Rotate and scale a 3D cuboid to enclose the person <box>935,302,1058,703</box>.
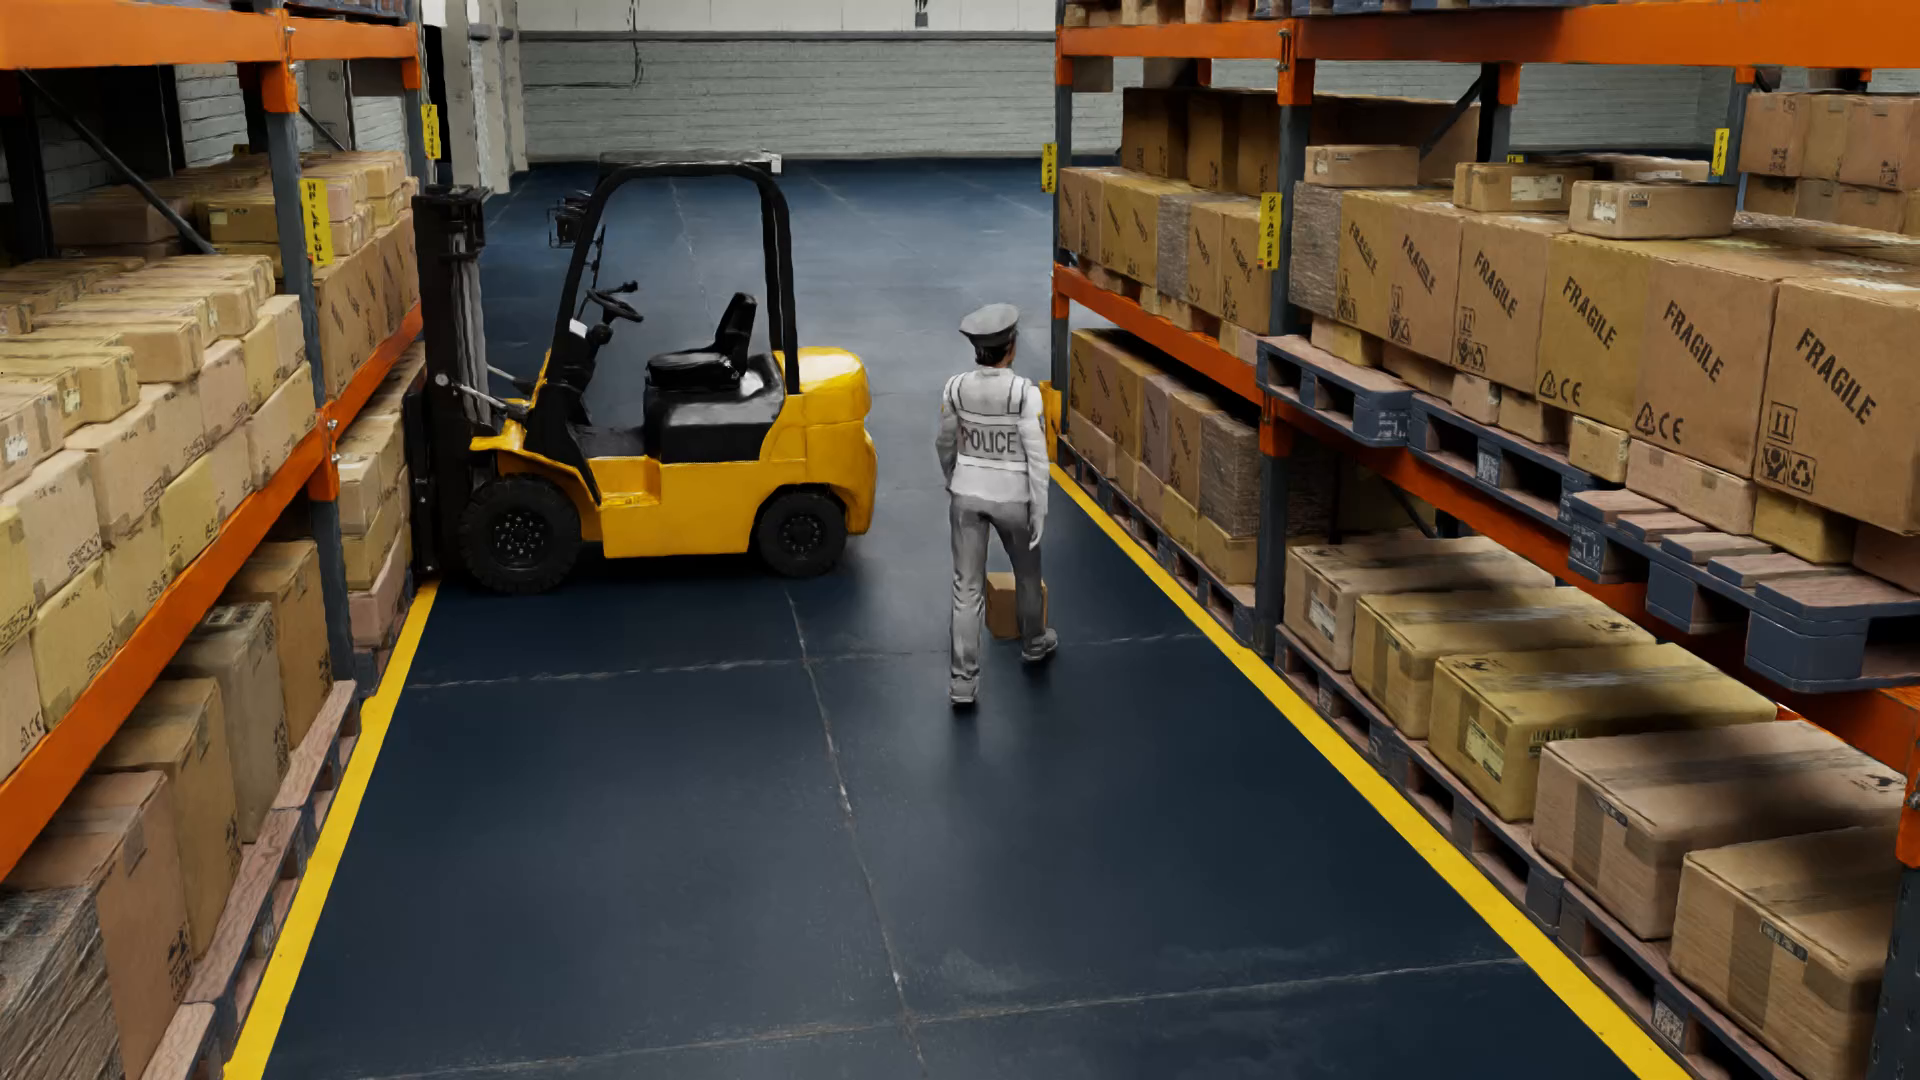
[{"bbox_3d":[0.164,-0.195,7.107,0.529,1.656,0.870,4,17,14],"label":"person"}]
